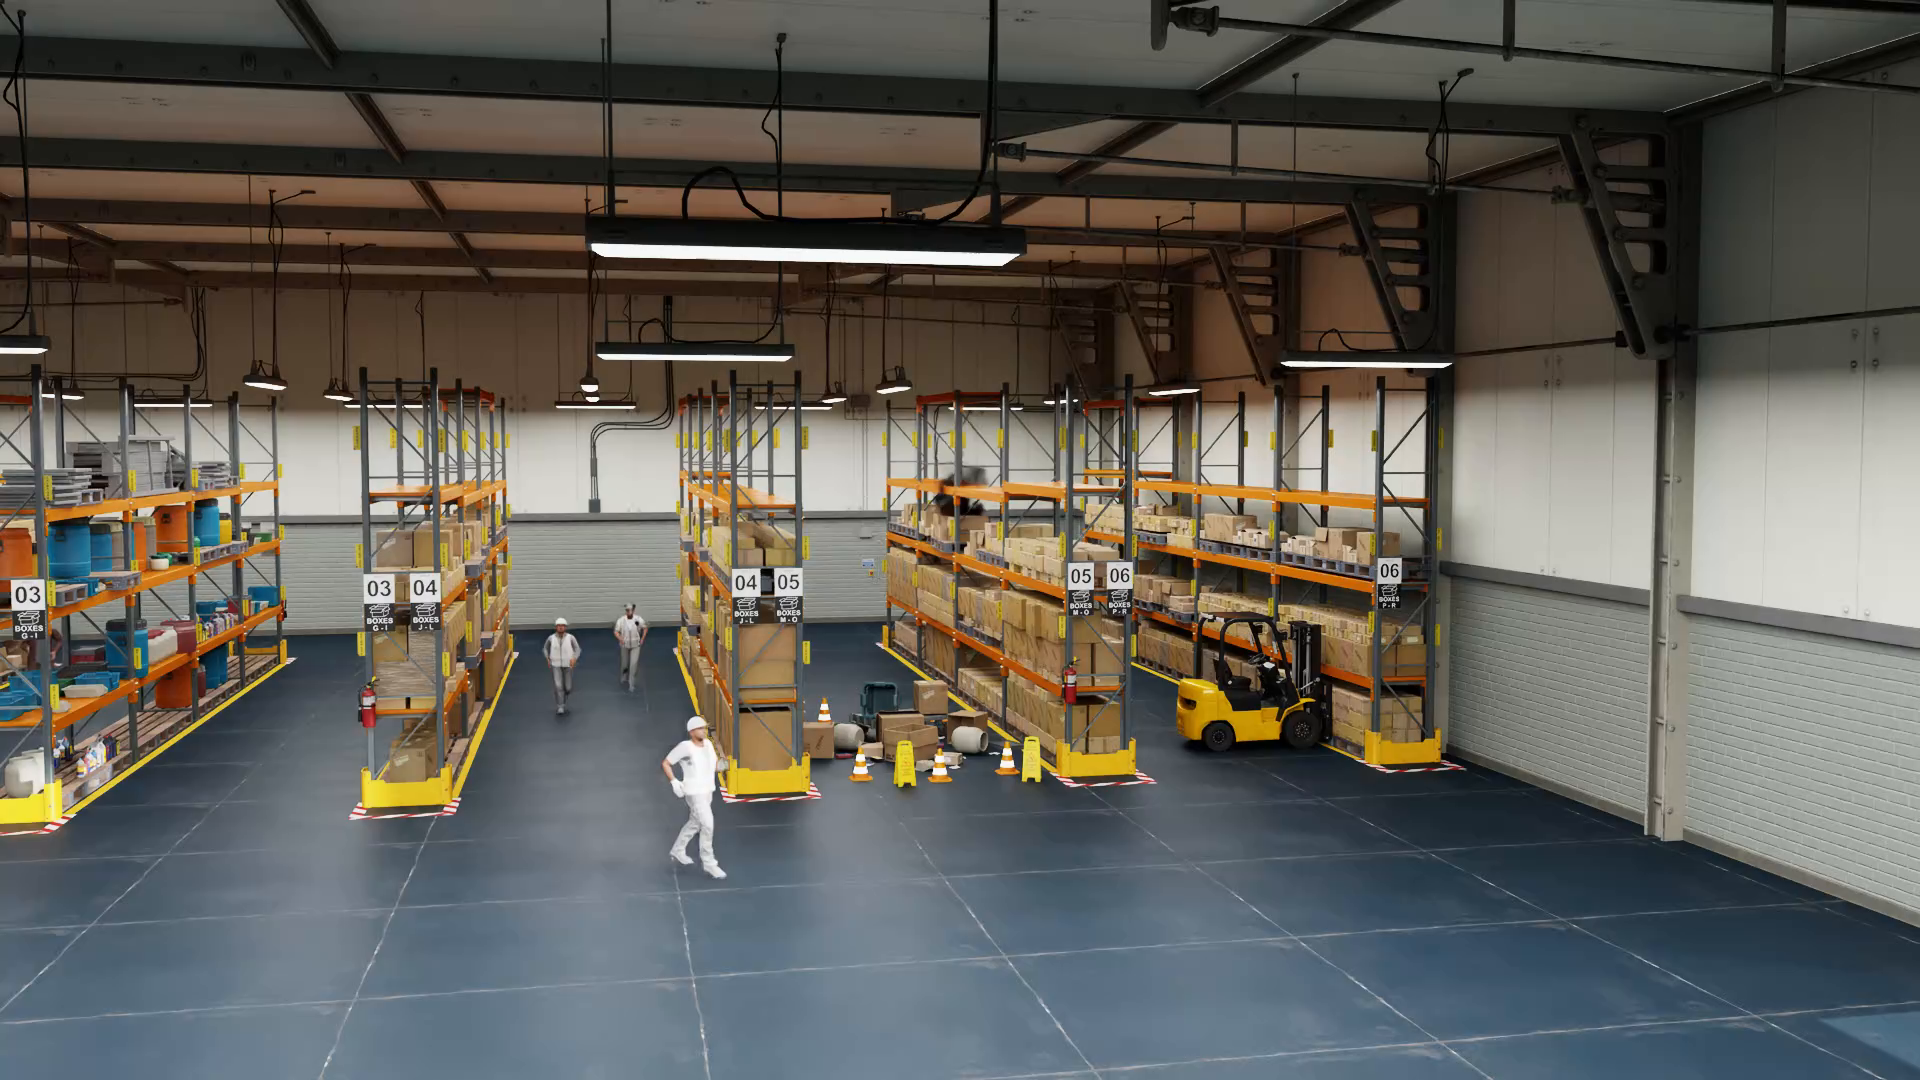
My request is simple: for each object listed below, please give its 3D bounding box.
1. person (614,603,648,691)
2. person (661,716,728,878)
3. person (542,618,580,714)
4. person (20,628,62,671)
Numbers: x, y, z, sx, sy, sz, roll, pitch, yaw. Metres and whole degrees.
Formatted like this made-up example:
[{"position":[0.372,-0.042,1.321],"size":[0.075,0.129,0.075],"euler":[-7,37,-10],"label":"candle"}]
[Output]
[{"position":[-6.645,2.138,33.620],"size":[0.668,1.782,0.782],"euler":[-1,3,-10],"label":"person"},{"position":[-3.035,2.947,19.234],"size":[0.863,1.821,0.673],"euler":[2,4,24],"label":"person"},{"position":[-7.363,2.304,30.711],"size":[0.694,1.737,0.771],"euler":[-1,4,-14],"label":"person"},{"position":[-17.173,2.277,31.058],"size":[0.694,1.763,0.672],"euler":[-1,4,-19],"label":"person"}]
